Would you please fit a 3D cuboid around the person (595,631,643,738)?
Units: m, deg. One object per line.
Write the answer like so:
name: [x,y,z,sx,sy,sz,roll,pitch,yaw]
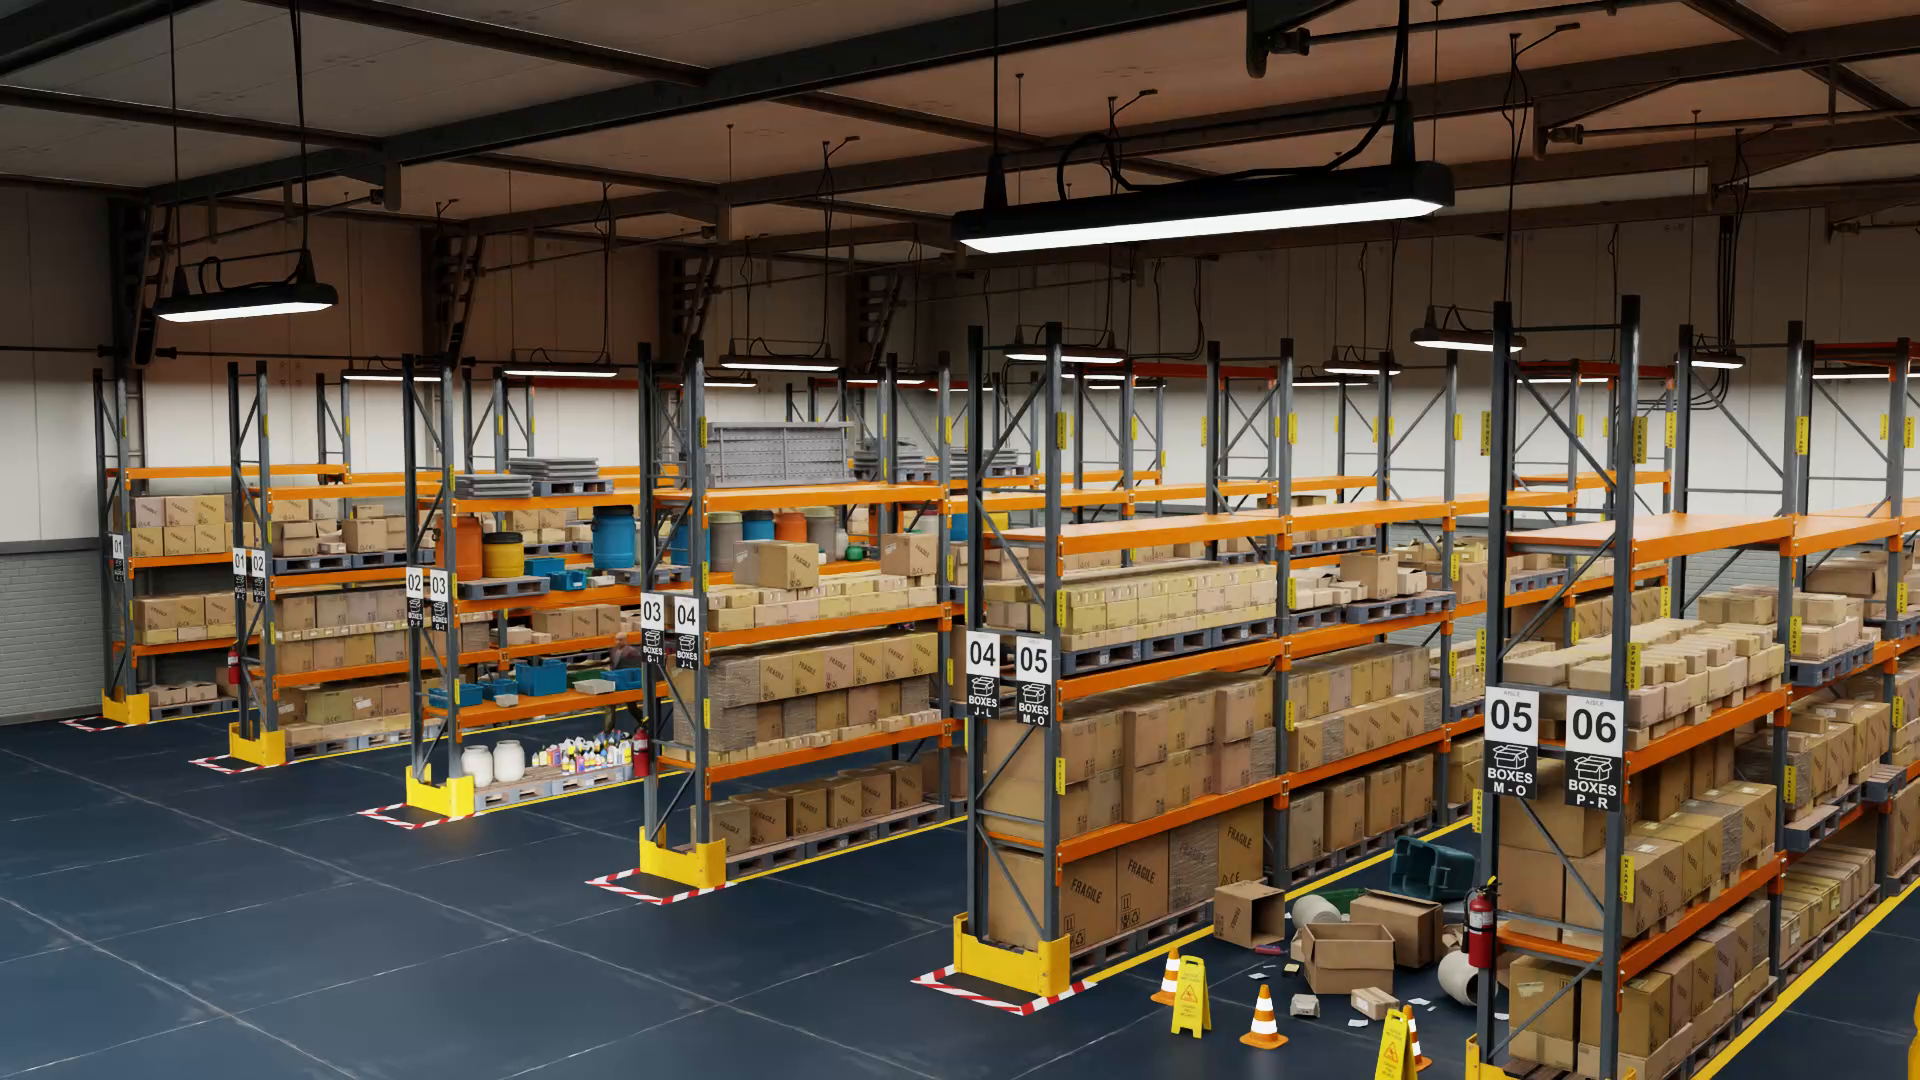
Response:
person: [-5.416,2.329,26.775,0.632,1.741,1.068,2,5,22]
